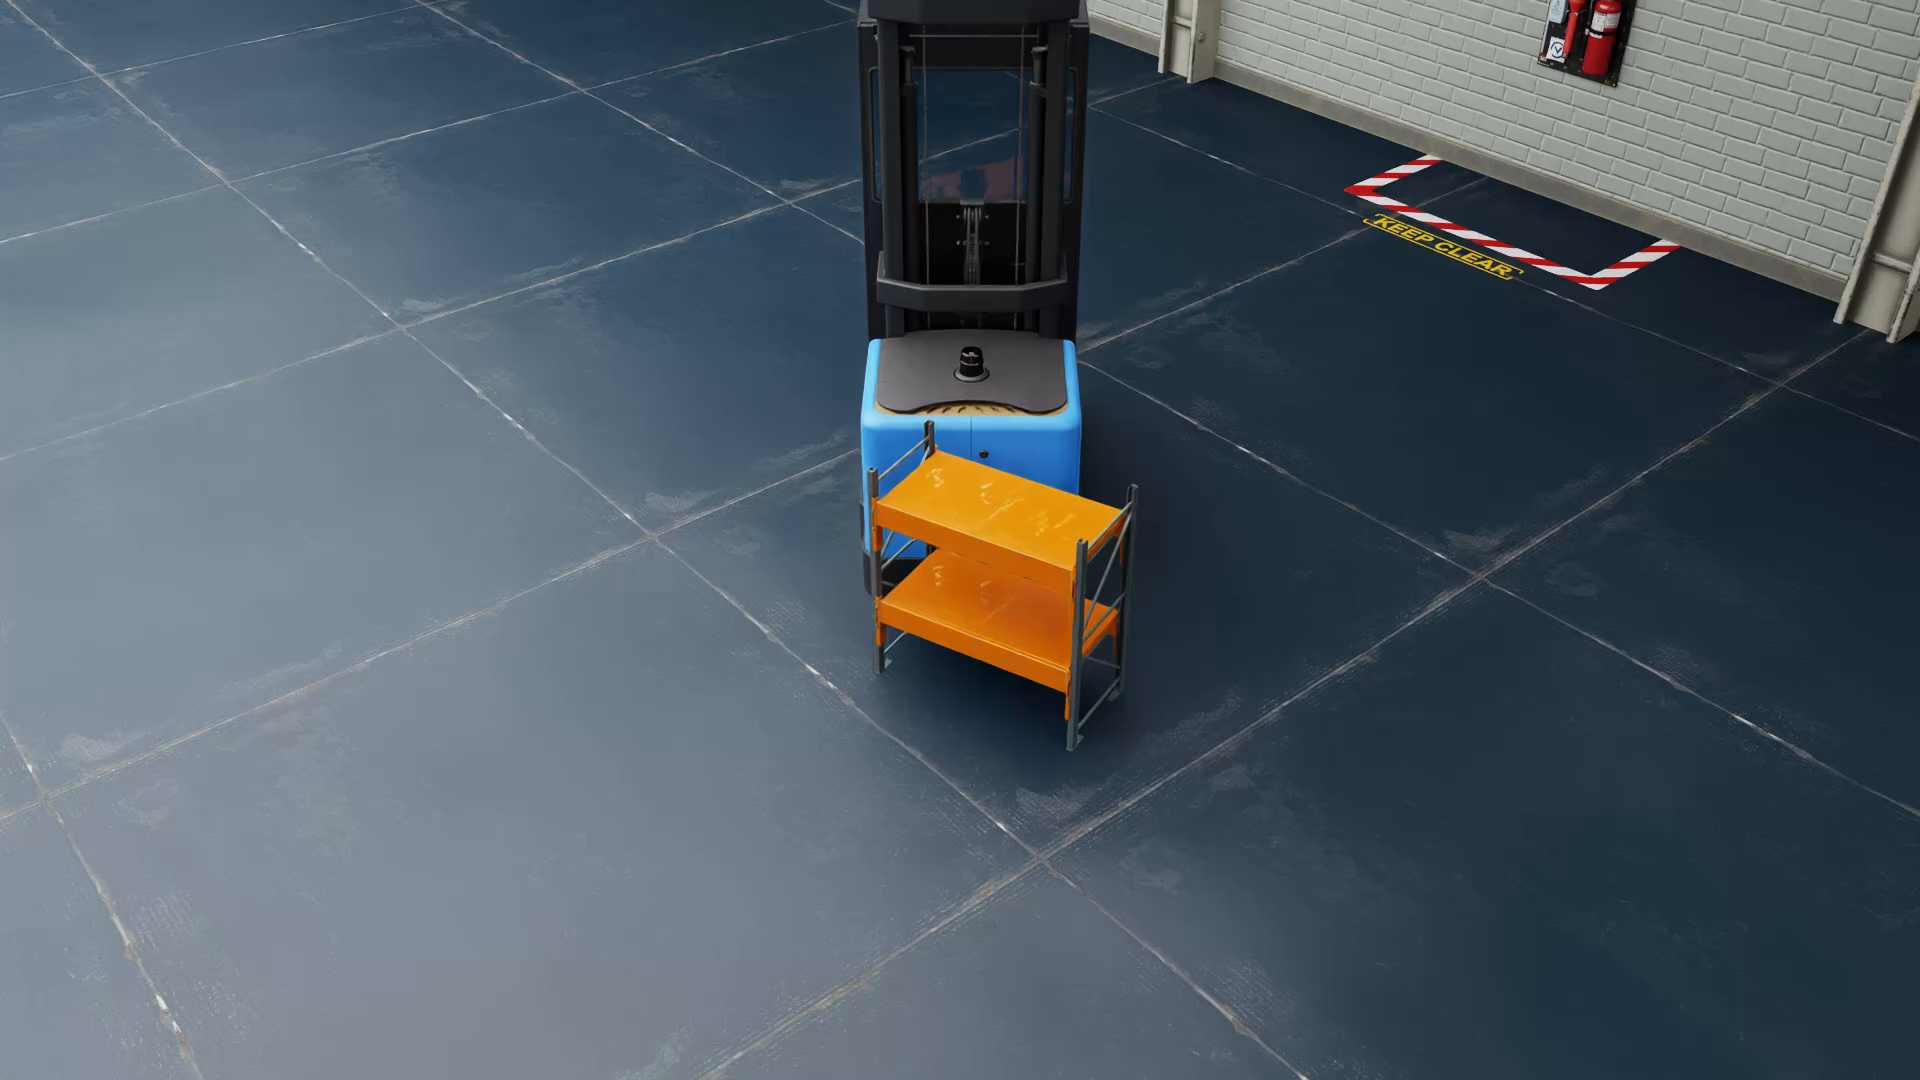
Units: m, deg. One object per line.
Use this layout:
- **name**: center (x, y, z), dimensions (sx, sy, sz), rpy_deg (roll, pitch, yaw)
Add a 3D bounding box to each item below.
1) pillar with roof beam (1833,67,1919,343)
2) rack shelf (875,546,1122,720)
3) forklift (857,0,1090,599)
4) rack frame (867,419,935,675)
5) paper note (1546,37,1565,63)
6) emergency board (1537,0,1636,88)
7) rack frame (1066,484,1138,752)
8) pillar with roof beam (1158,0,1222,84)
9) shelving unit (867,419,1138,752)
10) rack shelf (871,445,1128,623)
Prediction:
- **pillar with roof beam**: center (2.536, -3.437, 5.718), dimensions (9.100, 9.000, 0.400), rpy_deg (-26, 43, -32)
- **rack shelf**: center (0.177, 0.395, 7.544), dimensions (1.000, 0.278, 0.538), rpy_deg (19, 40, 25)
- **forklift**: center (0.065, -1.724, 8.549), dimensions (1.130, 2.935, 3.031), rpy_deg (0, 35, 0)
- **rack frame**: center (-0.257, 0.043, 7.618), dimensions (0.032, 1.125, 0.500), rpy_deg (19, 40, 25)
- **paper note**: center (4.197, -3.444, 11.681), dimensions (0.016, 0.148, 0.142), rpy_deg (-26, 43, -32)
- **emergency board**: center (4.259, -3.699, 11.279), dimensions (0.194, 1.169, 0.643), rpy_deg (-26, 43, -32)
- **rack frame**: center (0.612, 0.348, 7.187), dimensions (0.032, 1.125, 0.500), rpy_deg (19, 40, 25)
- **pillar with roof beam**: center (-1.336, -6.086, 9.458), dimensions (9.100, 9.000, 0.400), rpy_deg (-26, 43, -32)
- **shelving unit**: center (0.177, 0.195, 7.402), dimensions (1.048, 1.125, 0.538), rpy_deg (19, 40, 25)
- **rack shelf**: center (0.177, -0.044, 7.233), dimensions (1.000, 0.278, 0.538), rpy_deg (19, 40, 25)
